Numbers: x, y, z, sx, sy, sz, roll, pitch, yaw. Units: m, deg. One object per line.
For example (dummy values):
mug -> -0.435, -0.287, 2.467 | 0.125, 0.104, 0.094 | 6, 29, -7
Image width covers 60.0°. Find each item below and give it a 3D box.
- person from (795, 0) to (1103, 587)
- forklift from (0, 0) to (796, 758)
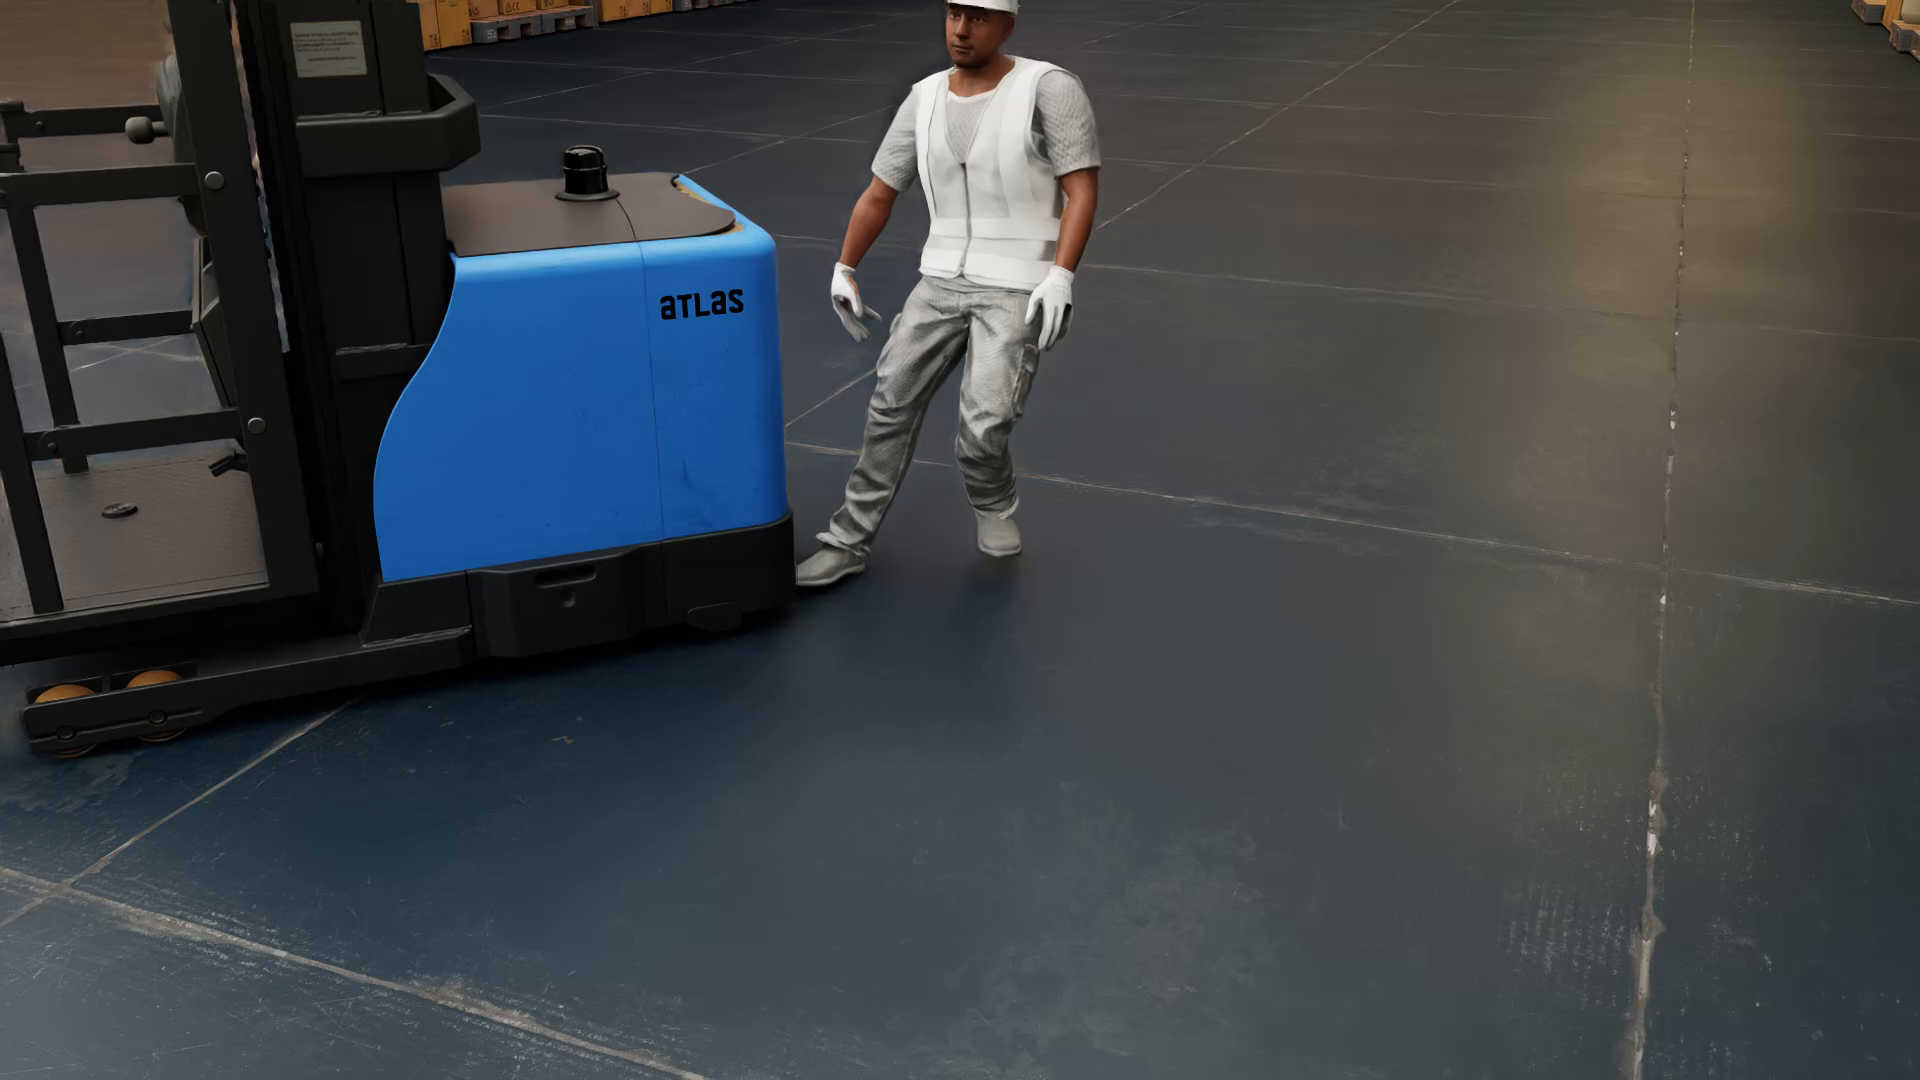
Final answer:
person -> -0.045, -0.667, 4.493 | 0.746, 1.725, 0.712 | 15, 27, 31
forklift -> -2.016, -1.075, 3.865 | 3.031, 2.935, 1.130 | -9, 24, -21
